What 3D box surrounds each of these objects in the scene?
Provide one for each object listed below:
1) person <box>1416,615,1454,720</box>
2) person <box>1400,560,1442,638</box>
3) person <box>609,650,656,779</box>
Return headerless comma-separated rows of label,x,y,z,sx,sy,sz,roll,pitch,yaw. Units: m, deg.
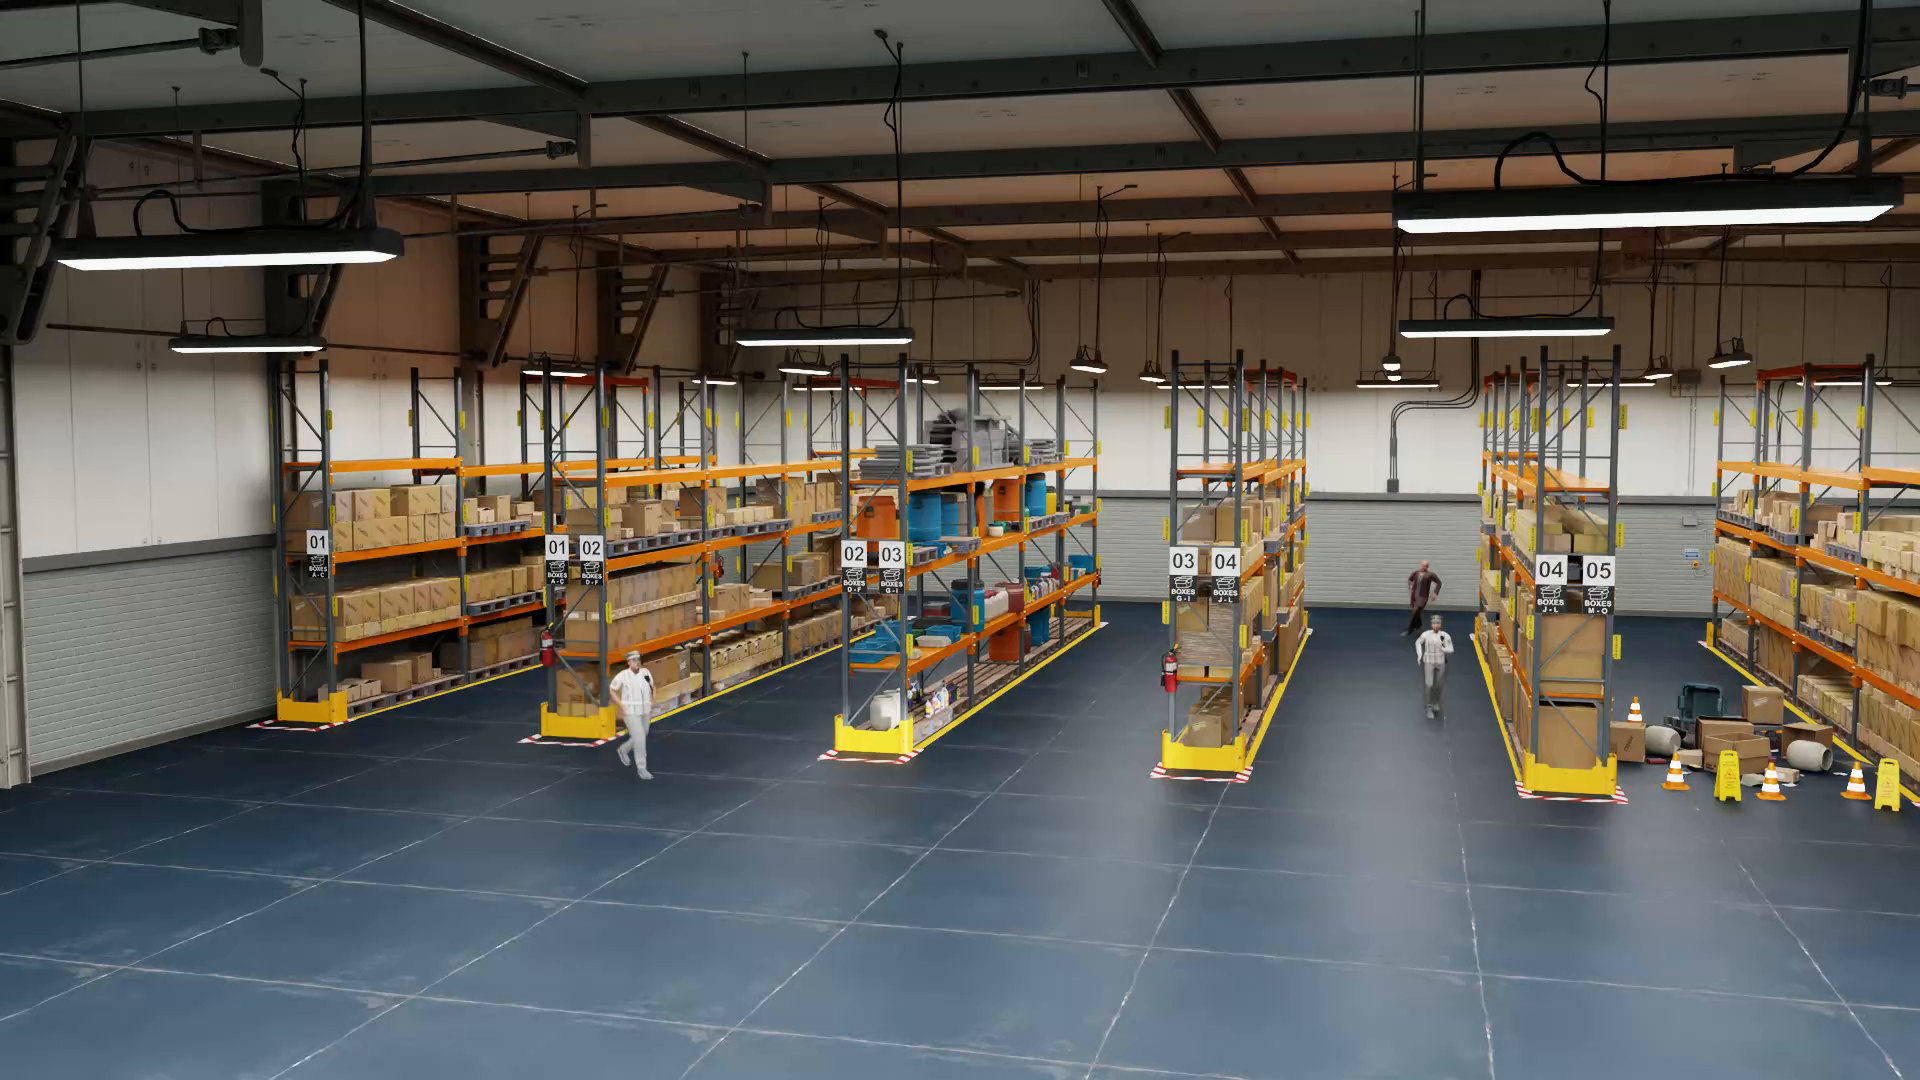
person,8.032,2.126,28.127,0.587,1.742,0.791,1,4,10
person,10.624,1.349,38.355,0.945,1.776,0.795,-4,5,-41
person,-4.590,2.435,23.510,0.651,1.795,0.876,-4,6,-44
